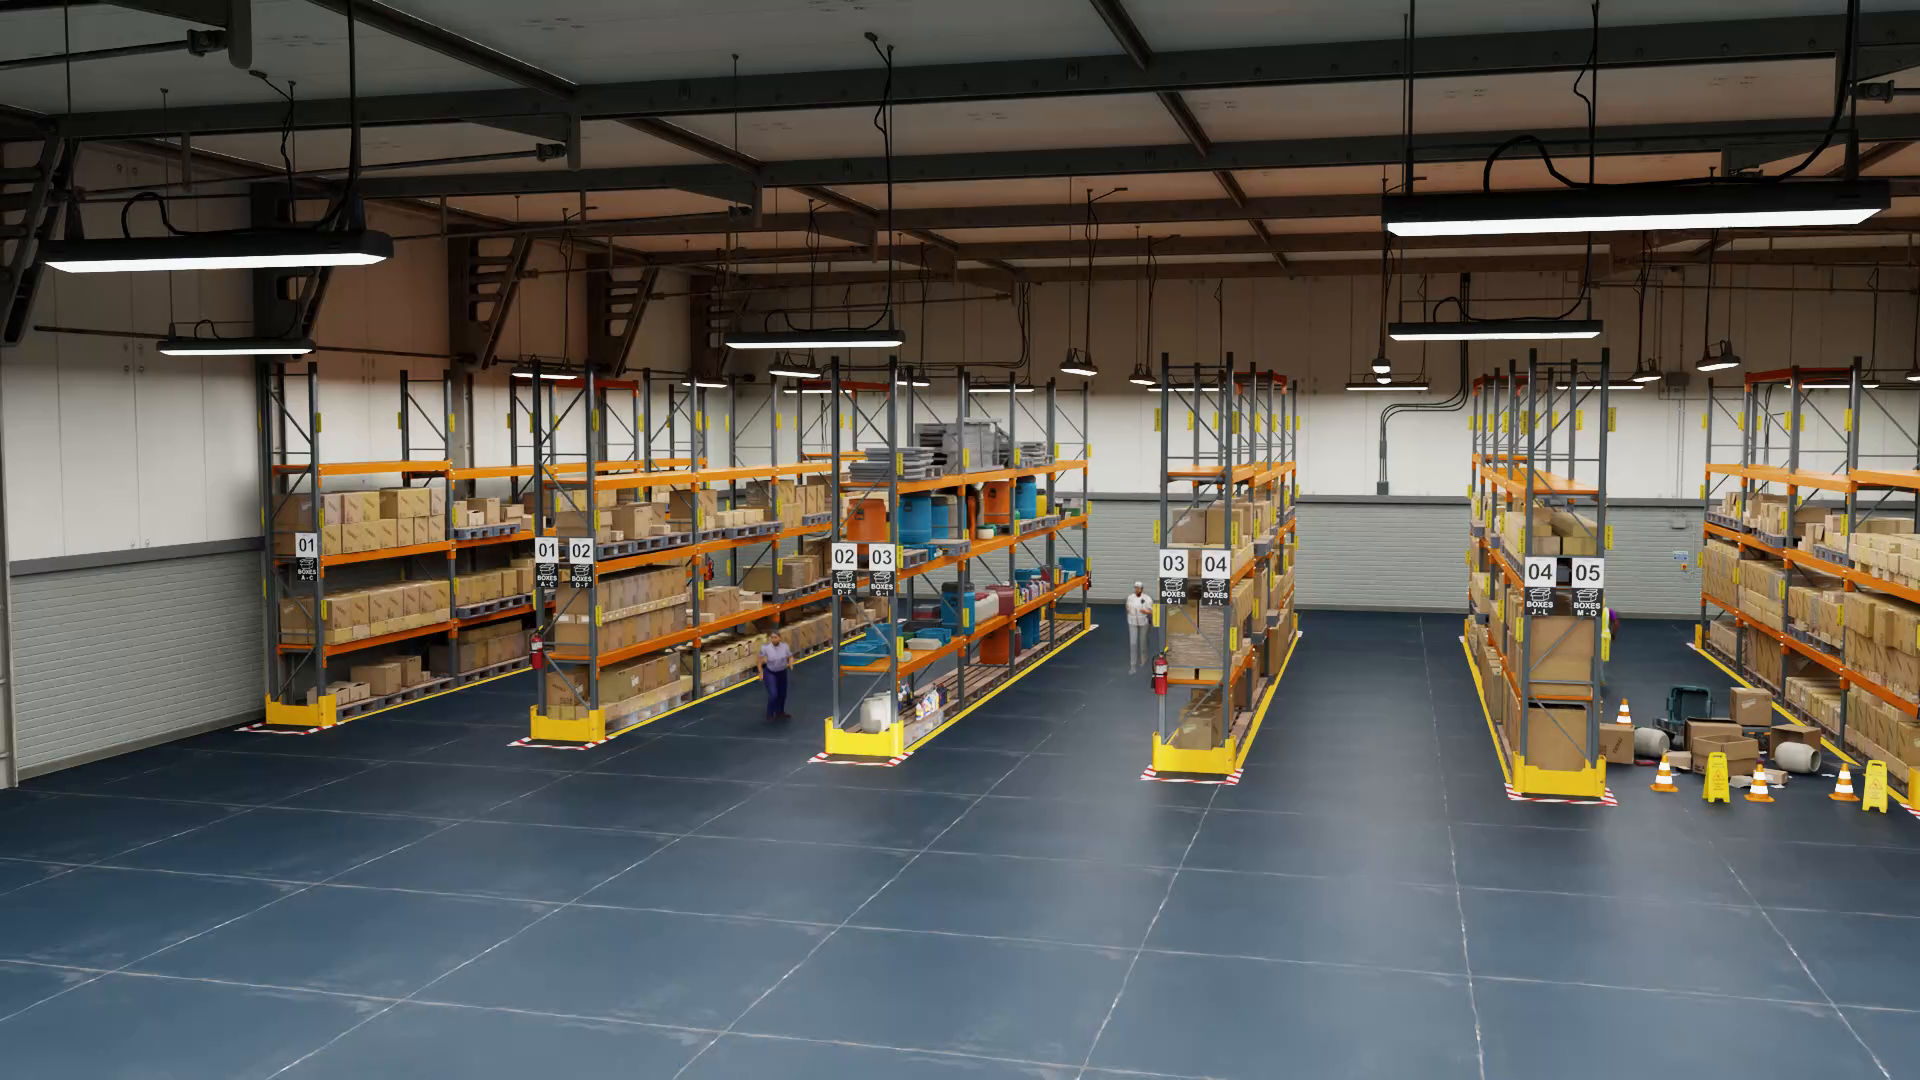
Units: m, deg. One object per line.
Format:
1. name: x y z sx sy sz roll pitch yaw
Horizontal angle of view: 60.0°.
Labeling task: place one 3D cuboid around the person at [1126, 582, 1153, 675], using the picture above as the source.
1. person: 3.421 1.664 31.673 0.583 1.751 0.717 1 4 14

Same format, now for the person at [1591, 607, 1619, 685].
1. person: 12.151 1.919 31.660 0.644 1.782 0.814 0 4 1

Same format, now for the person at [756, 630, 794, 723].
1. person: -3.044 2.296 27.883 0.641 1.624 0.816 -3 5 -35
